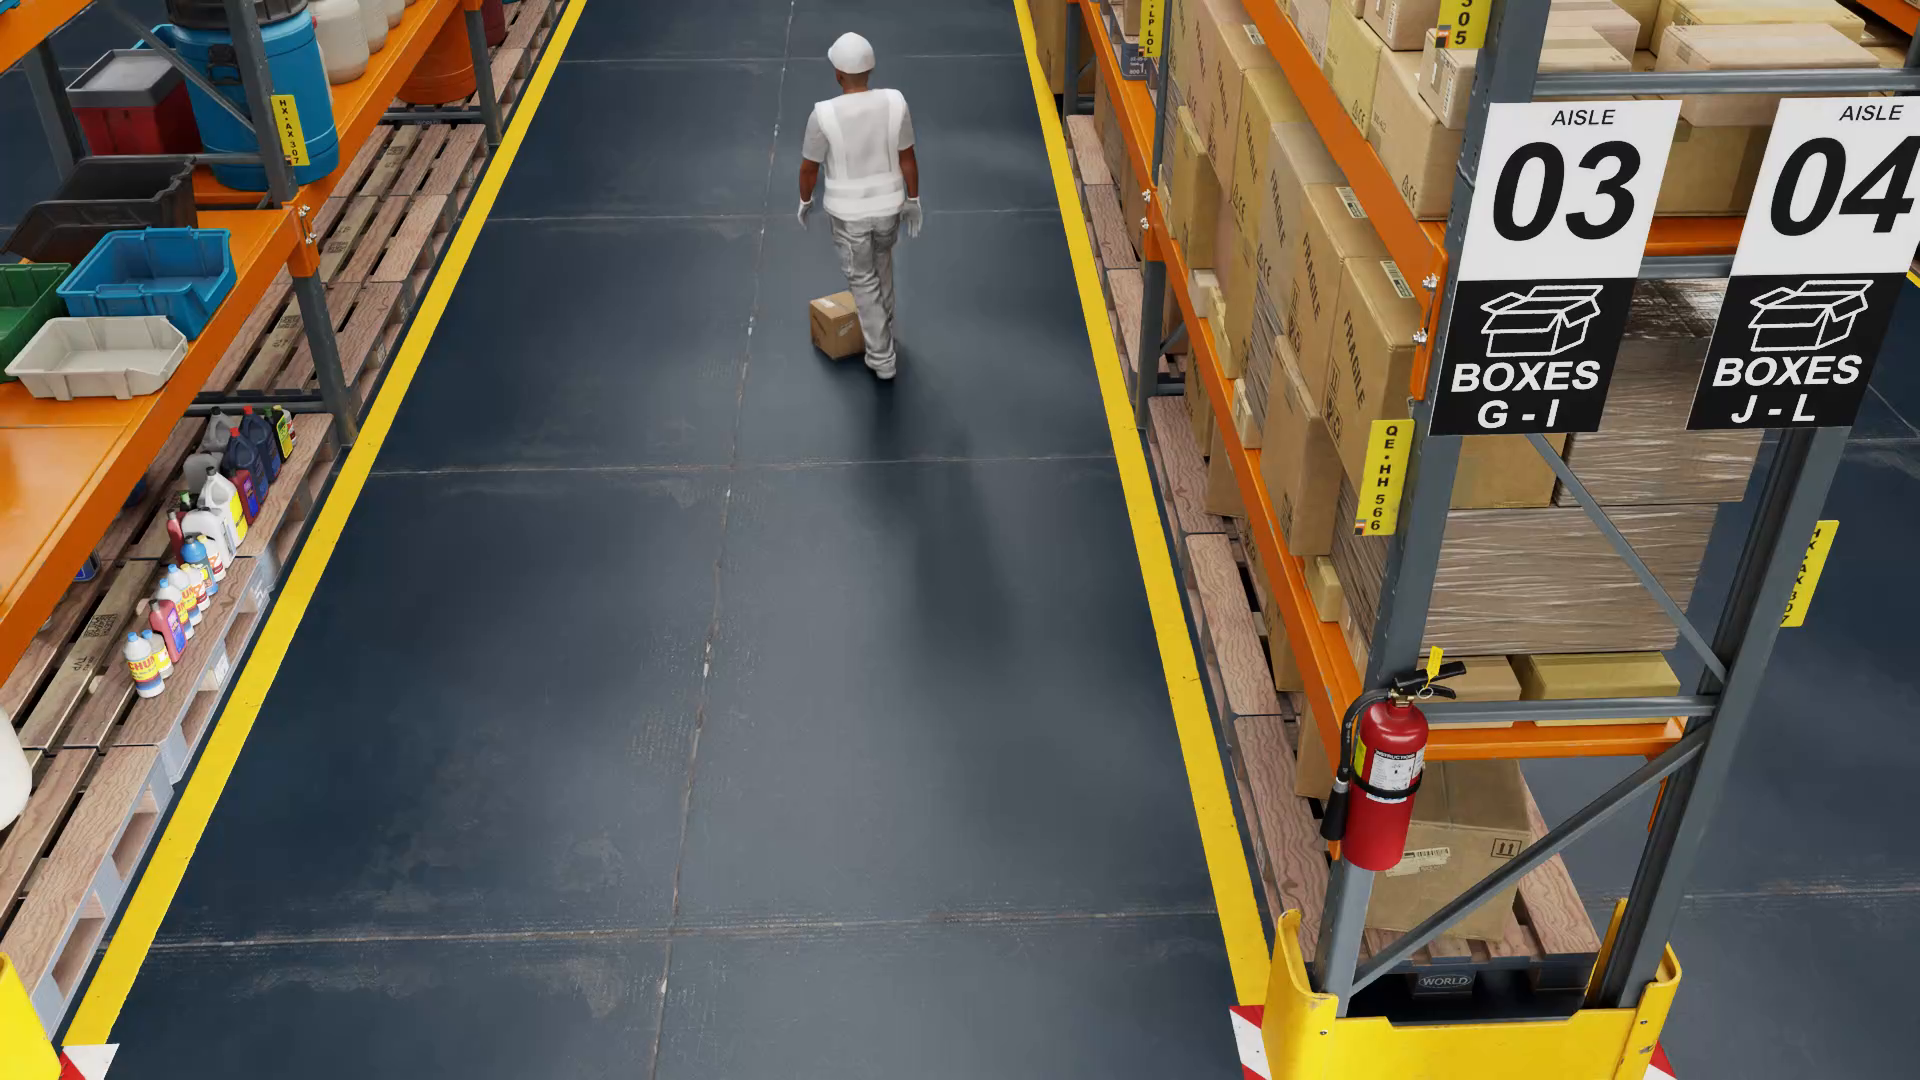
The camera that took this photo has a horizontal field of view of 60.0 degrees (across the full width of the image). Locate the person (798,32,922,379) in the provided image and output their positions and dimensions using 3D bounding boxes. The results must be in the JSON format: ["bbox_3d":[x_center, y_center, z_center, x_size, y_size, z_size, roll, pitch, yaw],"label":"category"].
[{"bbox_3d":[-0.526,-1.701,8.574,0.592,1.832,0.649,-14,37,-19],"label":"person"}]
